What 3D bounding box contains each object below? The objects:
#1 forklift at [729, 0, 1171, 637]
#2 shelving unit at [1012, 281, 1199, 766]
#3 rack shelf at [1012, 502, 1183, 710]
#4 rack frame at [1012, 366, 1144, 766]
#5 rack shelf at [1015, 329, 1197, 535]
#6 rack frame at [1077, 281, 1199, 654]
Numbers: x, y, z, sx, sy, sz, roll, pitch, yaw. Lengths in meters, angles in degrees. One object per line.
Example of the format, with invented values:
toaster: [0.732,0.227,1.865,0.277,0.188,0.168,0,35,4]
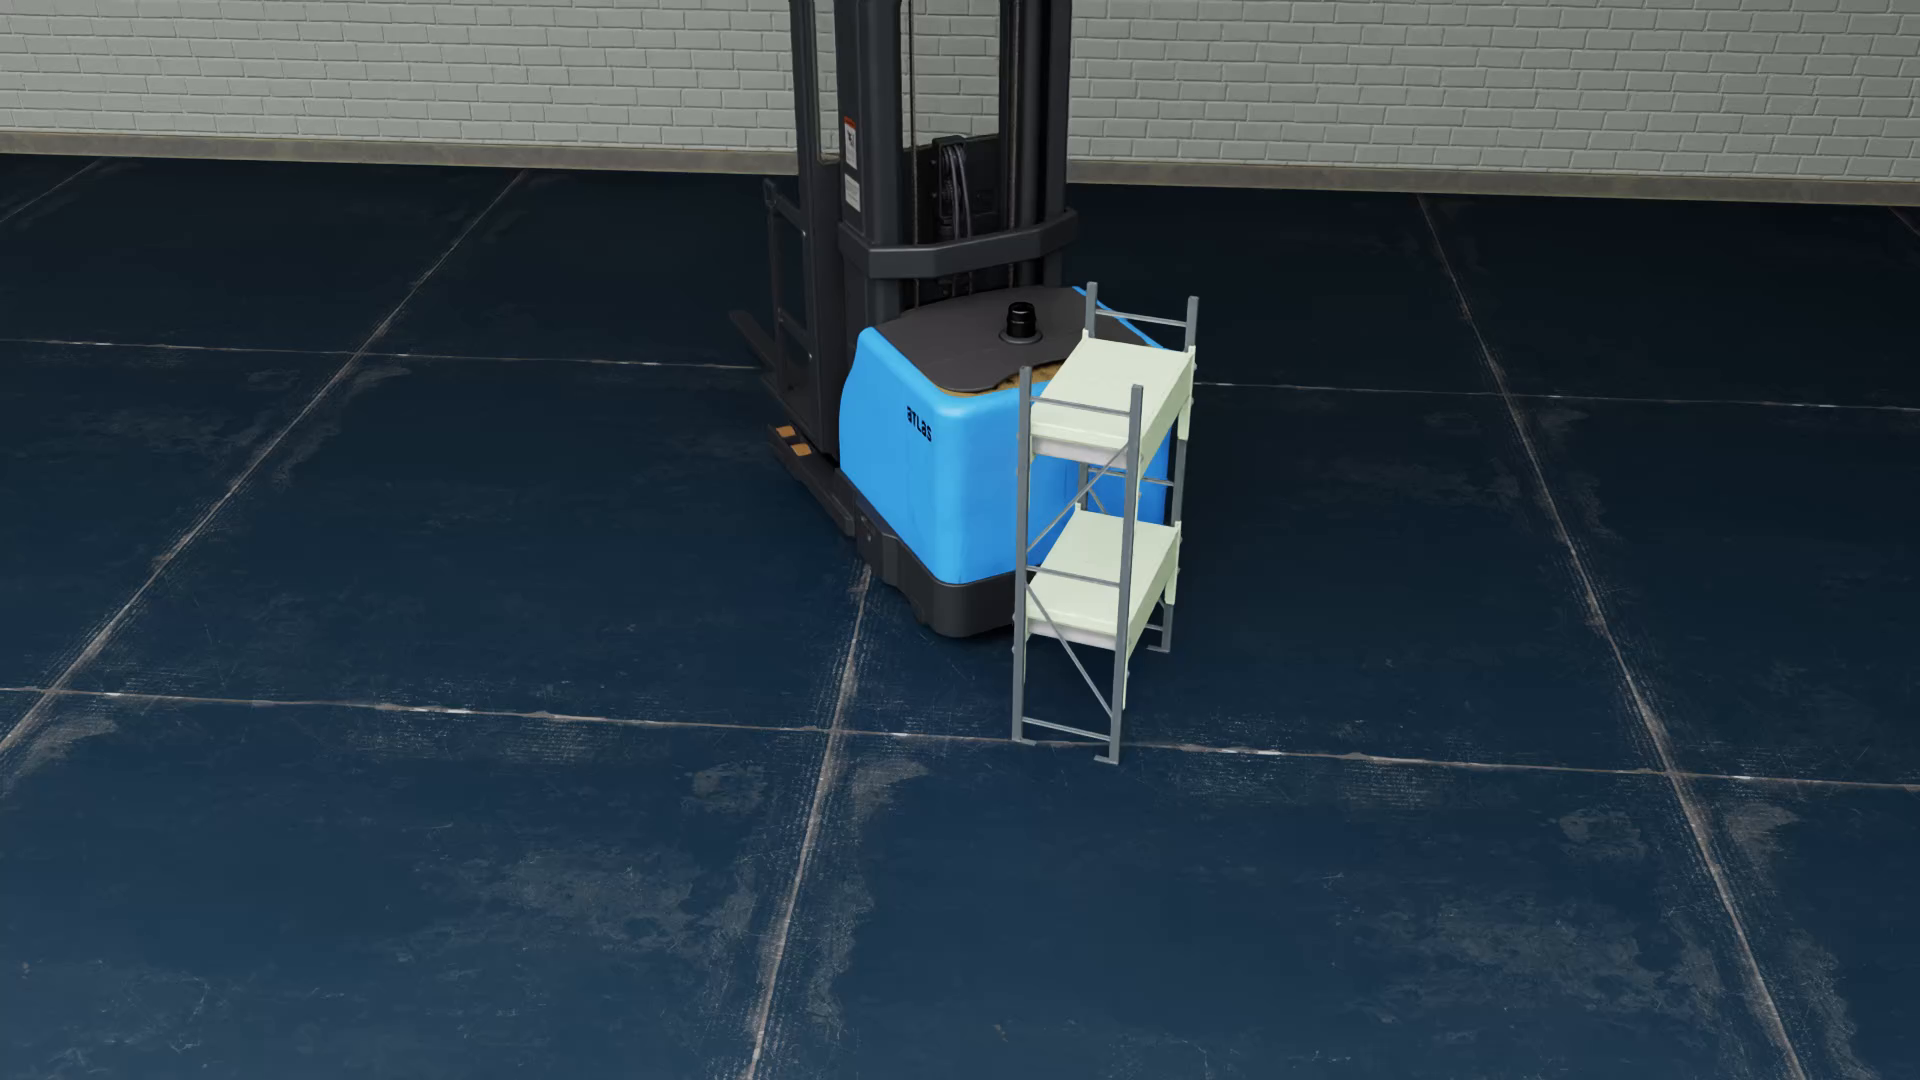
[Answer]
forklift: [-0.253,-1.621,7.087,1.130,2.935,3.031,-14,34,-22]
shelving unit: [0.509,-0.054,5.908,0.431,1.500,0.755,11,33,17]
rack shelf: [0.509,0.224,6.079,0.431,0.370,0.720,11,33,17]
rack frame: [0.380,0.126,5.616,0.400,1.500,0.023,11,33,17]
rack shelf: [0.509,-0.386,5.703,0.431,0.370,0.720,11,33,17]
rack frame: [0.637,-0.234,6.199,0.400,1.500,0.023,11,33,17]
